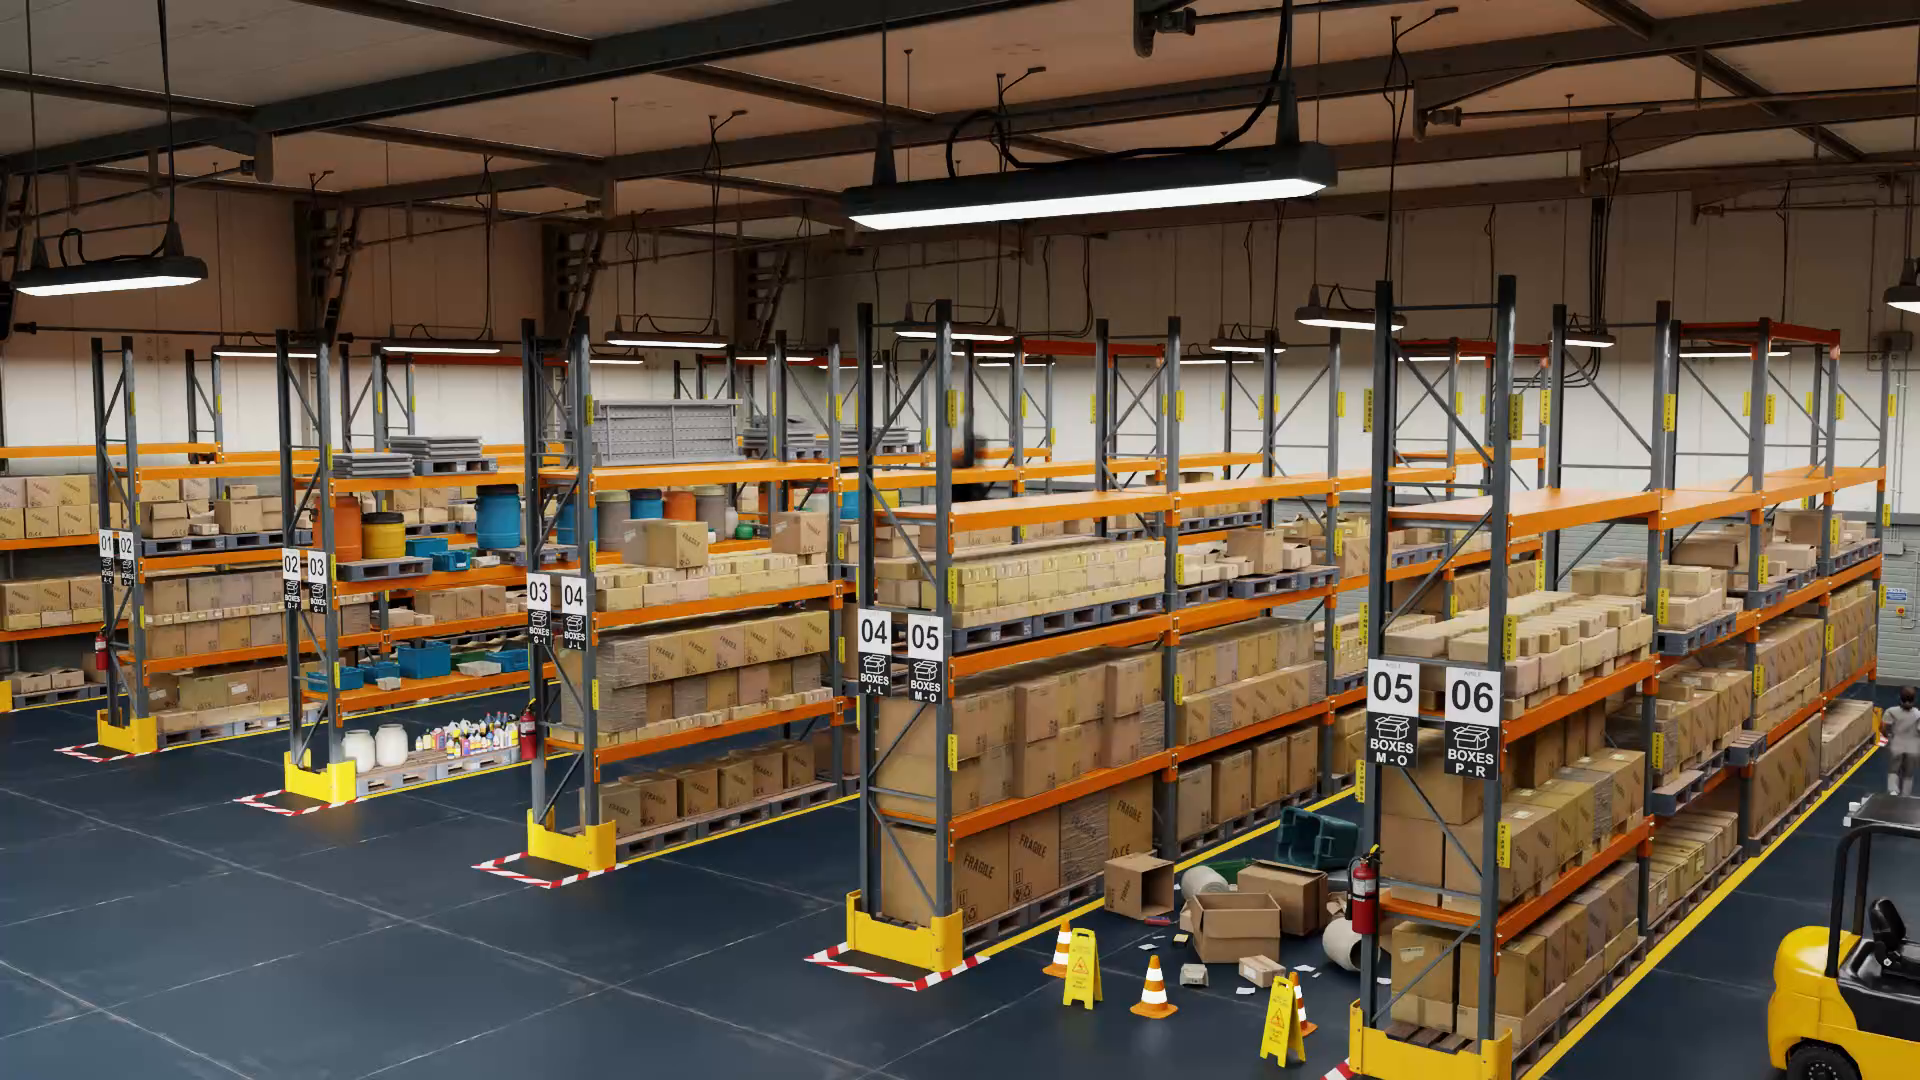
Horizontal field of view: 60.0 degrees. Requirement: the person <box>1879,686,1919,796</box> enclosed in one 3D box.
[{"bbox_3d":[11.559,2.582,20.356,0.561,1.620,0.584,3,6,31],"label":"person"}]
